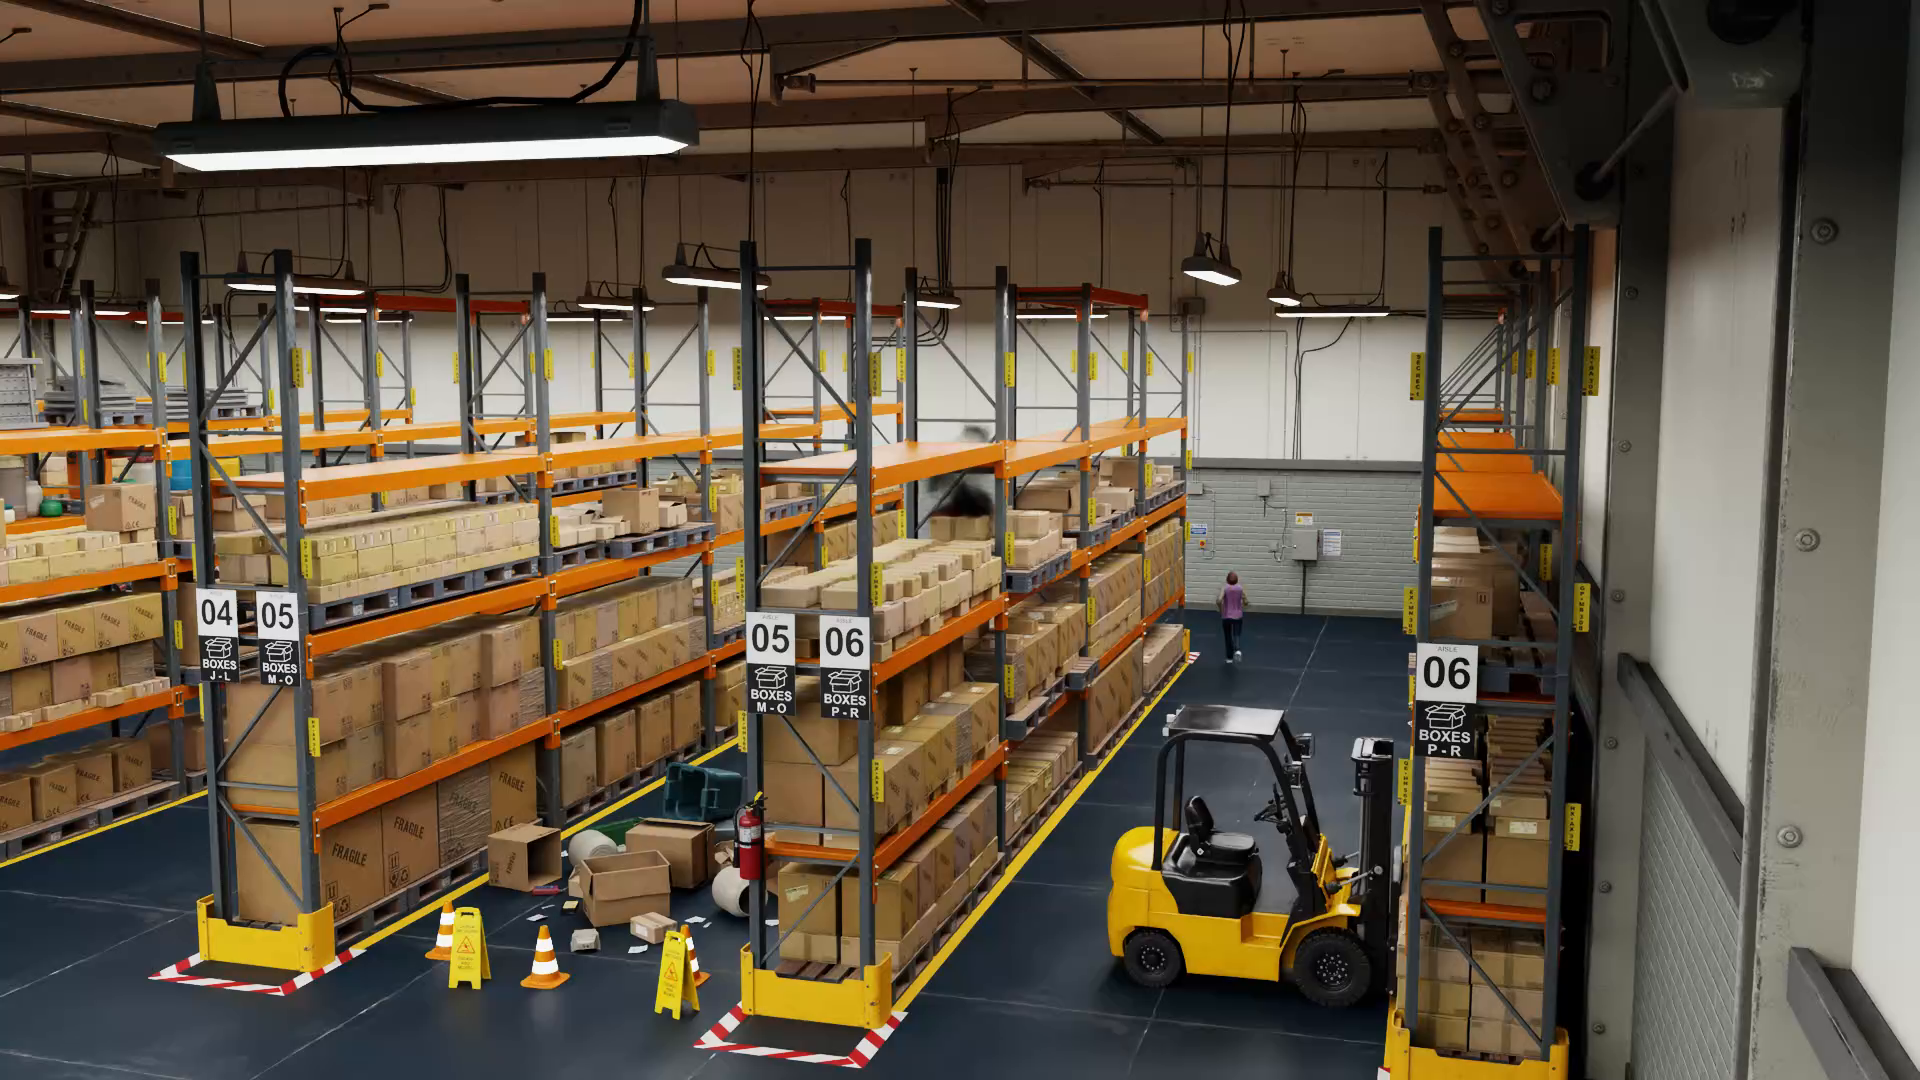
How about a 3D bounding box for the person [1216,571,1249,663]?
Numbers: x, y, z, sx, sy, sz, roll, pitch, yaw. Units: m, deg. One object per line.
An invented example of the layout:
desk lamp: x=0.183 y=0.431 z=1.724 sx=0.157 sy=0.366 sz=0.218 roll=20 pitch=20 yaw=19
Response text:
person: x=4.482 y=1.297 z=27.436 sx=0.548 sy=1.555 sz=0.870 roll=0 pitch=6 yaw=3
